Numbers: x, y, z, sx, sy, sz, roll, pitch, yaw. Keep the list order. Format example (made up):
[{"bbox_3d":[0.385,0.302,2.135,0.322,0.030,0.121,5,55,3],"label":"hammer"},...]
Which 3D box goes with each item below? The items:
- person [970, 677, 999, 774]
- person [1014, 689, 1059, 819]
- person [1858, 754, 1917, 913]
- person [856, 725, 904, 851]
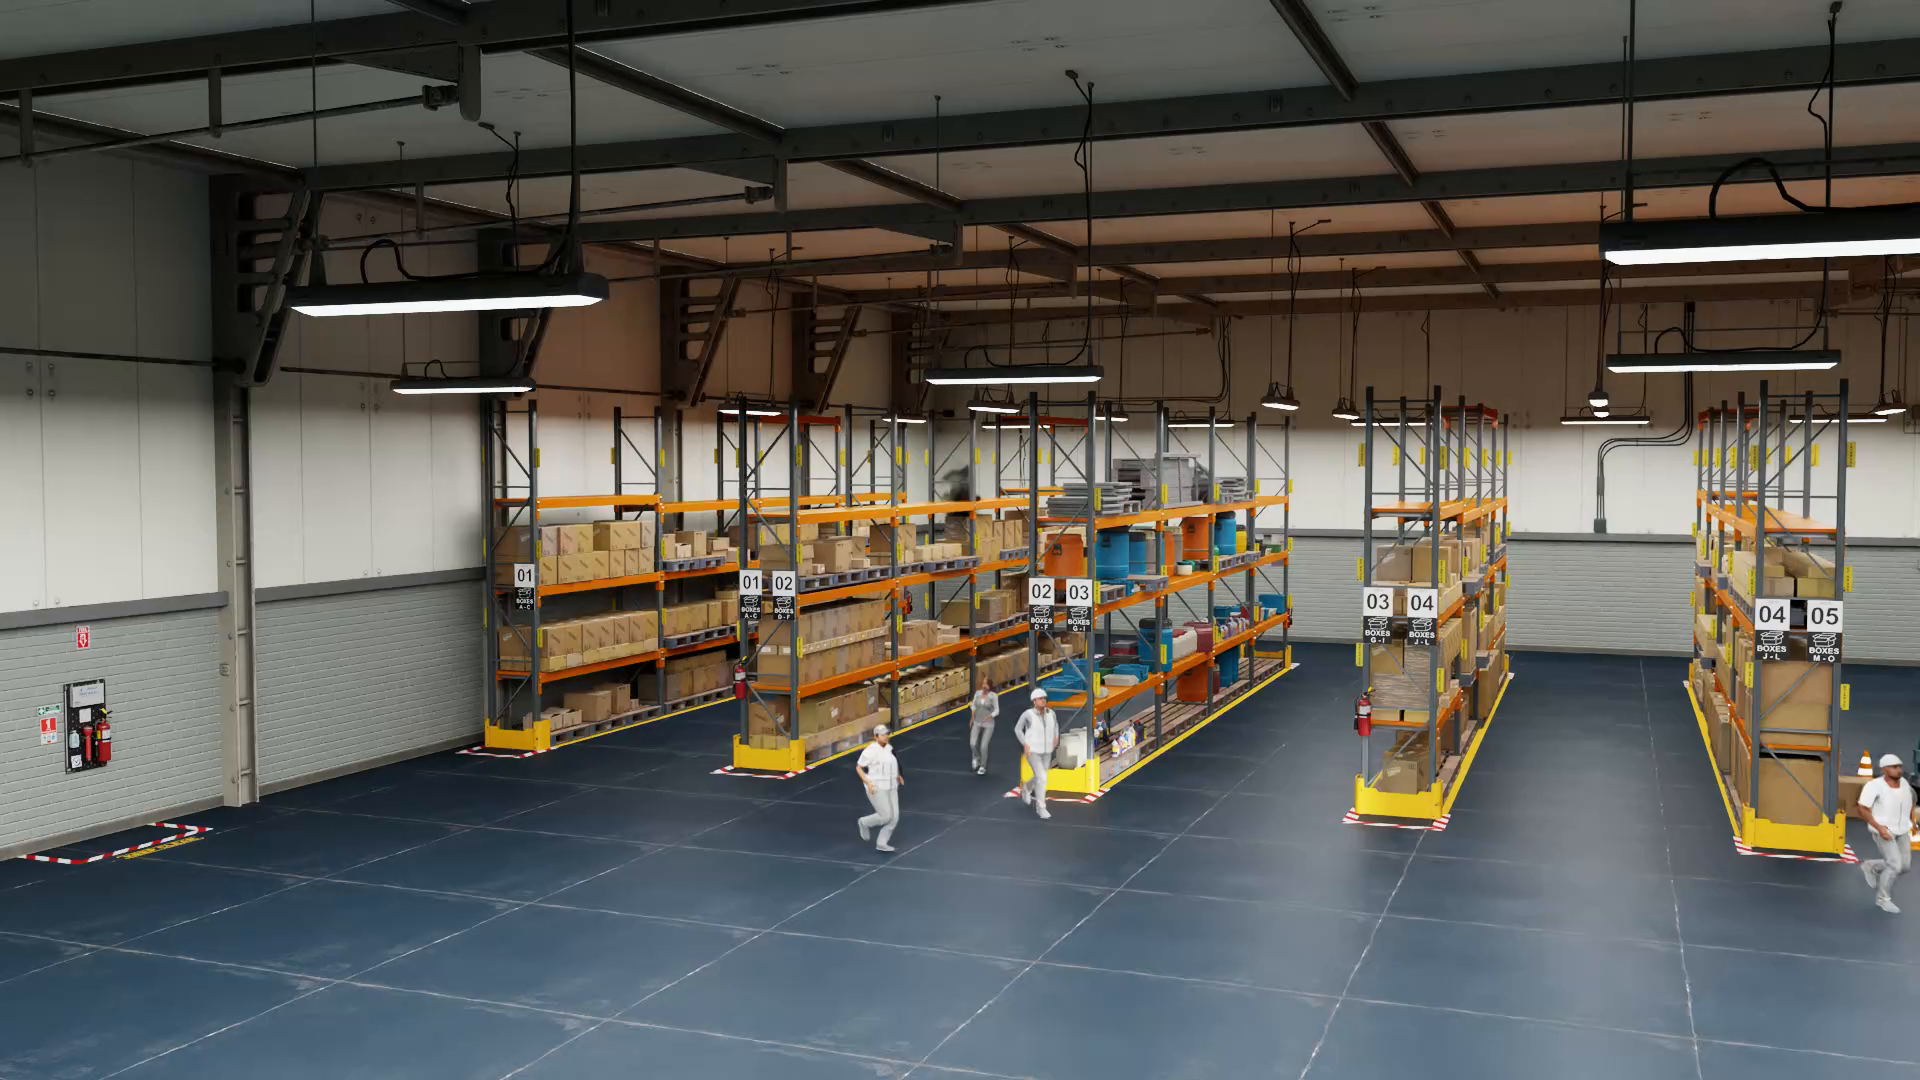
[{"bbox_3d":[0.363,2.935,26.239,0.498,1.550,0.525,1,3,15],"label":"person"},{"bbox_3d":[1.089,2.960,23.390,0.661,1.769,0.829,-2,3,-30],"label":"person"},{"bbox_3d":[10.306,3.231,18.537,0.720,1.742,0.651,-1,3,-14],"label":"person"},{"bbox_3d":[-0.984,3.156,21.156,0.520,1.612,0.621,3,4,43],"label":"person"}]
